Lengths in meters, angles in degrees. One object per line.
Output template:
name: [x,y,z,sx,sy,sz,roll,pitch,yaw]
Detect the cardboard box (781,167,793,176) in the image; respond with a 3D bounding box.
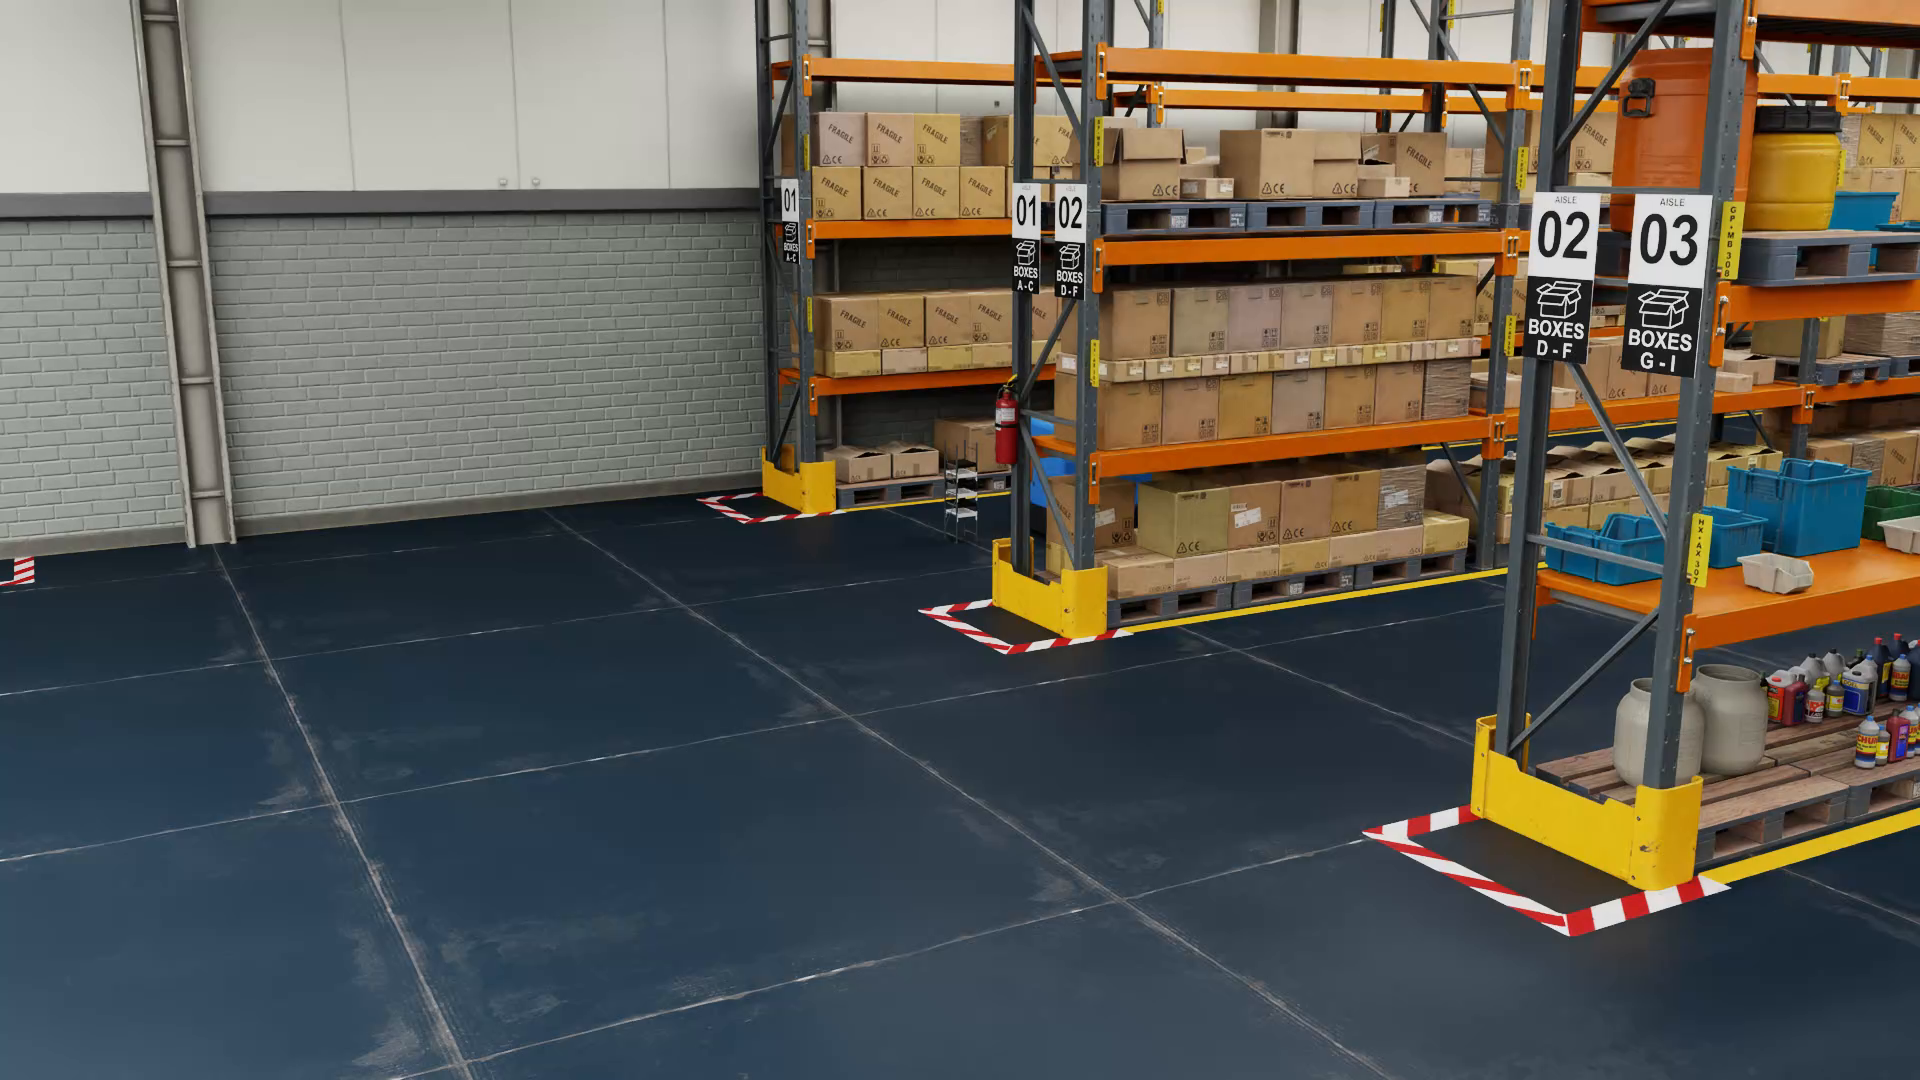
cardboard box: [-1.451,-3.450,16.501,0.500,0.500,0.500,-6,14,-24]

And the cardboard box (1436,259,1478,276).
cardboard box: [5.873,-3.247,20.048,0.500,0.250,0.500,-6,14,-27]

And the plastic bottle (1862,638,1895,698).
plastic bottle: [5.488,0.756,9.950,0.185,0.351,0.144,-8,15,-30]

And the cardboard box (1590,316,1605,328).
cardboard box: [8.012,-2.806,21.271,0.250,0.149,0.380,-7,14,-28]

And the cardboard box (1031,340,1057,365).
cardboard box: [0.669,-1.977,17.360,0.500,0.250,0.500,-7,14,-28]

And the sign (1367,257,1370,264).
sign: [5.057,-3.348,20.518,0.005,0.325,0.100,-7,14,-28]

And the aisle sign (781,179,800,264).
aisle sign: [-1.616,-3.038,15.855,0.004,0.787,0.394,-7,14,-28]

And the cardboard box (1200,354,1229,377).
cardboard box: [1.801,-1.326,12.465,0.250,0.149,0.380,-7,14,-29]

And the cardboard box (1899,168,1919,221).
cardboard box: [8.973,-3.395,16.305,0.500,0.500,0.910,-7,14,-28]

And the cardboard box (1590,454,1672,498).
cardboard box: [6.022,-0.596,14.955,0.500,0.311,0.500,-6,14,-26]

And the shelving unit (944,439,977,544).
shelving unit: [0.007,-0.440,15.014,0.210,0.900,0.258,-7,14,-28]

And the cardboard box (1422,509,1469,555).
cardboard box: [3.889,-0.074,13.913,0.500,0.250,0.500,-7,14,-28]

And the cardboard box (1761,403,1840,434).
cardboard box: [8.458,-1.234,16.743,0.500,0.250,0.500,-6,14,-26]

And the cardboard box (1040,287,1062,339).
cardboard box: [1.112,-2.395,17.509,0.500,0.500,0.500,-7,14,-28]

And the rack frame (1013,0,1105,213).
rack frame: [0.680,-3.808,11.532,0.127,3.000,1.000,-7,14,-28]

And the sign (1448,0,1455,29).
sign: [5.594,-5.994,18.941,0.005,0.325,0.100,-7,14,-28]

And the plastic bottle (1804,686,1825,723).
plastic bottle: [4.885,0.933,9.502,0.097,0.201,0.097,0,13,0]

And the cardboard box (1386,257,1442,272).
cardboard box: [5.599,-3.344,20.477,0.500,0.250,0.500,-6,14,-26]

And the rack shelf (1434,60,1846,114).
rack shelf: [5.947,-3.893,14.460,4.000,0.370,1.077,-7,14,-28]

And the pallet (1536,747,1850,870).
pallet: [3.810,1.333,8.705,1.213,0.211,1.003,-7,14,-28]

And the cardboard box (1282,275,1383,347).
cardboard box: [2.922,-1.829,13.224,0.500,0.500,0.700,-7,14,-28]

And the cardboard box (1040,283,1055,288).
cardboard box: [0.846,-2.495,17.954,0.500,0.500,0.500,-7,14,-28]

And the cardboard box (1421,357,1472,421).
cardboard box: [3.805,-1.302,13.837,0.500,0.500,0.700,-7,15,-29]

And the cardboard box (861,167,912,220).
cardboard box: [-0.795,-3.394,16.251,0.500,0.500,0.500,-6,14,-24]

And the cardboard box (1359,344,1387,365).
cardboard box: [3.161,-1.490,13.194,0.250,0.149,0.380,-7,14,-28]

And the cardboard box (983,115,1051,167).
cardboard box: [0.575,-4.044,16.864,0.500,0.500,0.500,-7,15,-30]

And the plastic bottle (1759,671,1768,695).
plastic bottle: [4.546,0.891,9.502,0.133,0.283,0.061,-6,14,-26]

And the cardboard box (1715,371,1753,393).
cardboard box: [7.045,-1.452,15.301,0.250,0.149,0.380,-7,14,-28]

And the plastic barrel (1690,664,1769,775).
plastic barrel: [4.032,0.946,8.782,0.421,0.512,0.421,0,13,0]

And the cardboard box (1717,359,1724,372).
cardboard box: [6.824,-1.622,15.688,0.500,0.311,0.500,-7,14,-29]

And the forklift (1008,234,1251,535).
forklift: [2.015,-1.609,15.582,3.031,2.935,1.130,-6,14,-24]

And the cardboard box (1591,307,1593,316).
cardboard box: [7.664,-3.097,21.089,0.500,0.500,0.500,-7,14,-28]

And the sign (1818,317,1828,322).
sign: [7.971,-2.181,15.330,0.005,0.325,0.100,-7,14,-28]

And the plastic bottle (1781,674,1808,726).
plastic bottle: [4.738,0.906,9.435,0.133,0.283,0.061,-7,14,-28]

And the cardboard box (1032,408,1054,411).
cardboard box: [0.923,-1.134,18.008,0.500,0.500,0.500,-8,15,-32]

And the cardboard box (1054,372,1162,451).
cardboard box: [1.096,-0.976,12.387,0.500,0.500,0.700,-7,14,-28]

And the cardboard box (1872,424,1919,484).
cardboard box: [9.594,-0.874,16.853,0.500,0.500,0.500,-7,15,-30]

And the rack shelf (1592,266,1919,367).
rack shelf: [4.806,-1.249,8.632,4.000,0.370,1.077,-7,14,-28]

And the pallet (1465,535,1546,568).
pallet: [4.819,-0.026,14.745,1.213,0.211,1.003,-7,14,-28]

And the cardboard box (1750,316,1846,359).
cardboard box: [8.201,-2.064,16.265,0.700,0.500,0.500,11,17,41]

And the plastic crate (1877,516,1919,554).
plastic crate: [5.258,0.002,8.871,0.437,0.136,0.530,-7,14,-28]

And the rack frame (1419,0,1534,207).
rack frame: [4.191,-4.228,13.402,0.127,3.000,1.000,-7,14,-28]

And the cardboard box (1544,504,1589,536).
cardboard box: [5.113,-0.213,14.531,0.500,0.250,0.500,-6,14,-26]

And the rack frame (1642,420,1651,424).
rack frame: [8.836,-3.097,22.041,0.127,3.000,1.000,-7,14,-28]

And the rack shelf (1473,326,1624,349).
rack shelf: [7.081,-2.536,21.185,4.000,0.370,1.077,-7,14,-28]

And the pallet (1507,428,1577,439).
pallet: [7.123,-1.512,21.347,1.213,0.211,1.003,-7,14,-28]

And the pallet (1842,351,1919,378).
pallet: [9.407,-1.834,16.865,1.213,0.211,1.003,-7,14,-28]

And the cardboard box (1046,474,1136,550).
cardboard box: [1.009,-0.224,12.870,0.500,0.500,0.500,-7,14,-28]

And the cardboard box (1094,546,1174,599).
cardboard box: [1.258,0.242,12.507,0.500,0.250,0.500,-7,14,-28]

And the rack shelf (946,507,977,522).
rack shelf: [0.007,-0.232,15.061,0.200,0.077,0.258,-7,14,-28]

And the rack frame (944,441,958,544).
rack frame: [-0.082,-0.429,14.967,0.006,0.900,0.240,-7,14,-28]

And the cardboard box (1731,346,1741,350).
cardboard box: [10.683,-2.645,23.290,0.250,0.149,0.380,-7,14,-27]

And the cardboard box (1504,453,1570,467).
cardboard box: [5.302,-0.644,15.170,0.500,0.311,0.500,-7,14,-28]

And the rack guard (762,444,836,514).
rack guard: [-1.630,-0.624,16.741,0.348,0.500,1.175,-7,14,-28]

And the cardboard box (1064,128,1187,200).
cardboard box: [1.187,-2.727,12.054,0.637,0.503,0.797,-6,14,-24]

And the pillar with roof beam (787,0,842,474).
pillar with roof beam: [0.566,-4.173,13.154,0.400,9.000,9.100,-7,14,-28]
